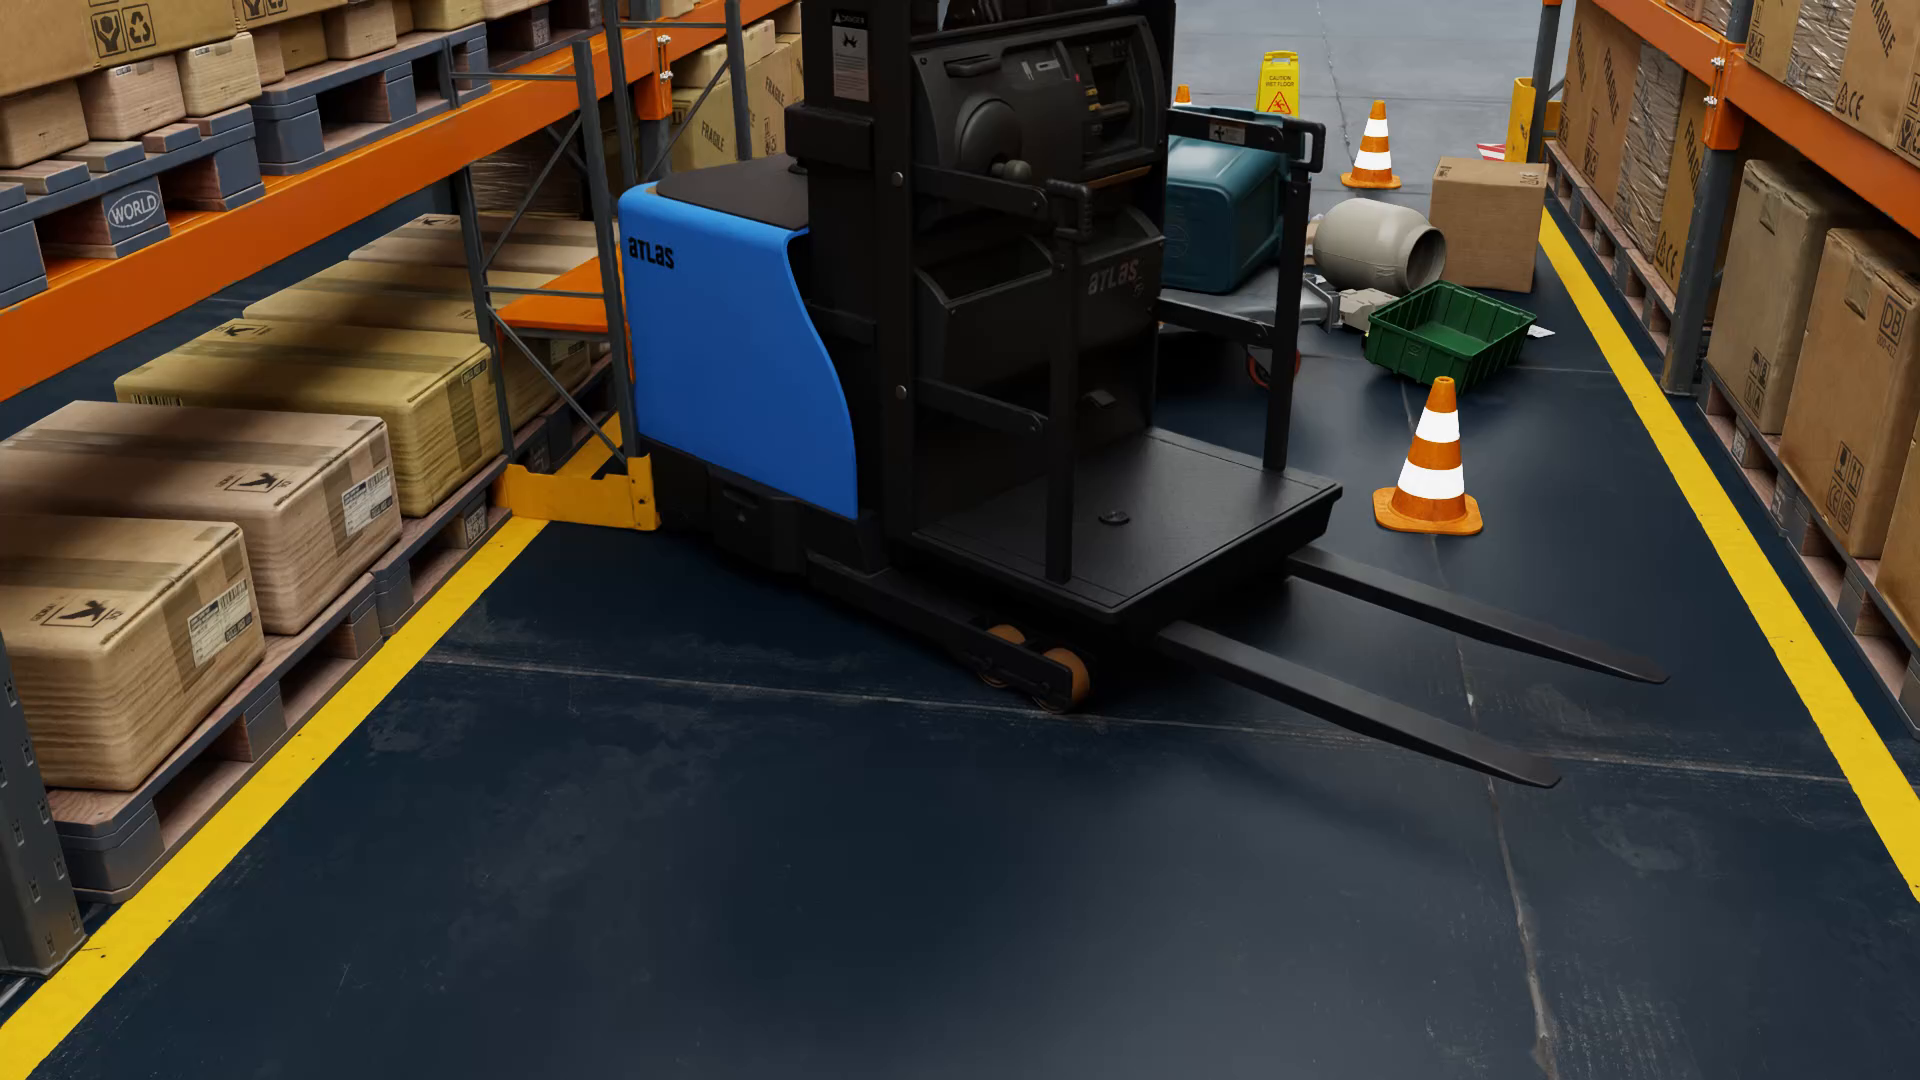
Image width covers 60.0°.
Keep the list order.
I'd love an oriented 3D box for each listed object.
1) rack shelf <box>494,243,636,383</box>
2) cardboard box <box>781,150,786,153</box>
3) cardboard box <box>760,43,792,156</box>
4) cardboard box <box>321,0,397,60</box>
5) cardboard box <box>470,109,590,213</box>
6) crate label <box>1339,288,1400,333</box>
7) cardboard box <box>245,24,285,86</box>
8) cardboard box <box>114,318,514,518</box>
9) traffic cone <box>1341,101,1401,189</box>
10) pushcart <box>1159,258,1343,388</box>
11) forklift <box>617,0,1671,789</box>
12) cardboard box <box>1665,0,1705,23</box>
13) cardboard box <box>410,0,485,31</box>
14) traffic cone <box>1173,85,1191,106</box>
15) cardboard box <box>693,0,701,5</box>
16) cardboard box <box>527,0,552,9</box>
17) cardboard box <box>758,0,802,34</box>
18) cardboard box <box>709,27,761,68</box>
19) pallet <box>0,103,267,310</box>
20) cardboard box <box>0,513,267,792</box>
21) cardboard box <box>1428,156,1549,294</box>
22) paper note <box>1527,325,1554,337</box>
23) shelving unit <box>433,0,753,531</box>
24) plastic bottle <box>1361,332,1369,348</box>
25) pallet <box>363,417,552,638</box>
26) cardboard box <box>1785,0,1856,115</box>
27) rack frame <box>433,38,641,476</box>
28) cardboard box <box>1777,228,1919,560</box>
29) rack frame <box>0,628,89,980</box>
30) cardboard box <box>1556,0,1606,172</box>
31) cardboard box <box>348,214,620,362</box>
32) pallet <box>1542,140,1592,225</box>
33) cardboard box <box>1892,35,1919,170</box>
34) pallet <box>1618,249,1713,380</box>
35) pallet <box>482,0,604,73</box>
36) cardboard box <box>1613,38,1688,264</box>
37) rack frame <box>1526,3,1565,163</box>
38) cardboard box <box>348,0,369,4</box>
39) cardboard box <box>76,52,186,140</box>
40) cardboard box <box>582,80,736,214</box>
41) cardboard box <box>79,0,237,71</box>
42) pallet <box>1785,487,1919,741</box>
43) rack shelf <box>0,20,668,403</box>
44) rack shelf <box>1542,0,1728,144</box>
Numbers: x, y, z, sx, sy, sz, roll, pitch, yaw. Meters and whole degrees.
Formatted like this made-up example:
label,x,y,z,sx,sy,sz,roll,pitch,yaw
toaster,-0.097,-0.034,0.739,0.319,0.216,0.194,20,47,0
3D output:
label,x,y,z,sx,sy,sz,roll,pitch,yaw
rack shelf,-1.105,-0.798,5.581,0.538,0.185,1.000,6,26,16
cardboard box,-1.142,-1.824,8.357,0.500,0.250,0.500,4,25,8
cardboard box,-1.140,-2.159,8.188,0.500,0.500,0.500,5,26,11
cardboard box,-1.770,-1.404,4.512,0.380,0.149,0.250,5,26,10
cardboard box,-1.833,-1.756,7.326,0.500,0.500,0.500,4,25,8
crate label,1.764,-0.998,7.222,0.298,0.136,0.250,-14,29,-27
cardboard box,-1.885,-1.178,4.030,0.380,0.149,0.250,6,26,12
cardboard box,-1.974,-0.394,5.157,0.950,0.372,0.625,5,26,10
traffic cone,2.401,-2.305,9.628,0.336,0.463,0.334,4,25,9
pushcart,0.592,-0.880,6.686,1.648,0.377,0.936,-5,25,-10
forklift,0.385,-1.130,4.207,3.031,2.935,1.130,21,32,38
cardboard box,3.351,-2.359,6.574,0.875,0.550,0.550,4,25,9
cardboard box,-1.658,-1.621,4.977,0.380,0.149,0.250,4,25,8
traffic cone,1.342,-2.525,10.099,0.336,0.463,0.334,4,25,9
cardboard box,-1.307,-2.310,6.943,0.380,0.149,0.250,5,26,10
cardboard box,-1.544,-1.828,5.417,0.380,0.149,0.250,4,25,8
cardboard box,-0.968,-2.730,8.642,0.380,0.149,0.250,5,26,11
cardboard box,-1.140,-2.275,7.669,0.380,0.149,0.250,5,26,11
pallet,-2.307,-0.751,3.542,1.213,0.211,1.003,4,25,9
cardboard box,-2.217,0.232,3.820,0.950,0.372,0.625,2,25,5
cardboard box,2.476,-1.494,7.848,0.500,0.500,0.500,8,26,18
paper note,2.451,-0.904,7.144,0.147,0.020,0.142,-14,29,-27
shelving unit,-1.113,-0.957,5.497,0.587,1.500,1.083,6,26,16
plastic bottle,1.791,-0.794,6.873,0.133,0.061,0.283,-9,27,-19
pallet,-1.988,-0.105,5.224,1.003,0.211,1.213,4,25,9
cardboard box,2.802,-1.537,4.878,0.500,0.500,0.500,4,25,9
rack frame,-1.262,-0.751,5.067,0.500,1.500,0.032,6,26,16
cardboard box,3.061,-0.407,4.739,1.050,0.750,0.750,4,25,9
rack frame,-2.319,-0.532,2.848,1.000,3.000,0.127,4,25,9
cardboard box,3.843,-2.517,9.100,0.875,0.875,0.875,4,25,9
cardboard box,-1.748,-0.986,6.421,0.950,0.372,0.625,4,25,9
pallet,3.835,-1.974,9.219,1.003,0.211,1.213,4,25,9
cardboard box,2.634,-1.116,3.978,0.500,0.500,0.500,4,25,9
pallet,3.436,-0.954,7.039,1.003,0.211,1.213,4,25,9
pallet,-1.933,-1.809,5.802,1.003,0.211,1.213,4,25,9
cardboard box,3.550,-1.768,7.499,0.875,0.875,0.875,4,25,9
rack frame,3.889,-3.577,9.354,1.000,3.000,0.127,4,25,9
cardboard box,-1.769,-1.724,4.431,0.500,0.500,0.500,3,25,7
cardboard box,-1.913,-0.959,3.561,0.380,0.149,0.250,2,25,5
cardboard box,-1.302,-1.718,7.245,0.500,0.500,0.500,5,26,11
cardboard box,-1.939,-1.293,3.510,0.500,0.500,0.500,5,26,11
pallet,2.986,0.198,4.577,1.003,0.211,1.213,4,25,9
rack shelf,-1.992,-1.043,4.788,1.077,0.370,4.000,4,25,9
rack shelf,3.562,-2.415,7.720,1.077,0.370,4.000,4,25,9
